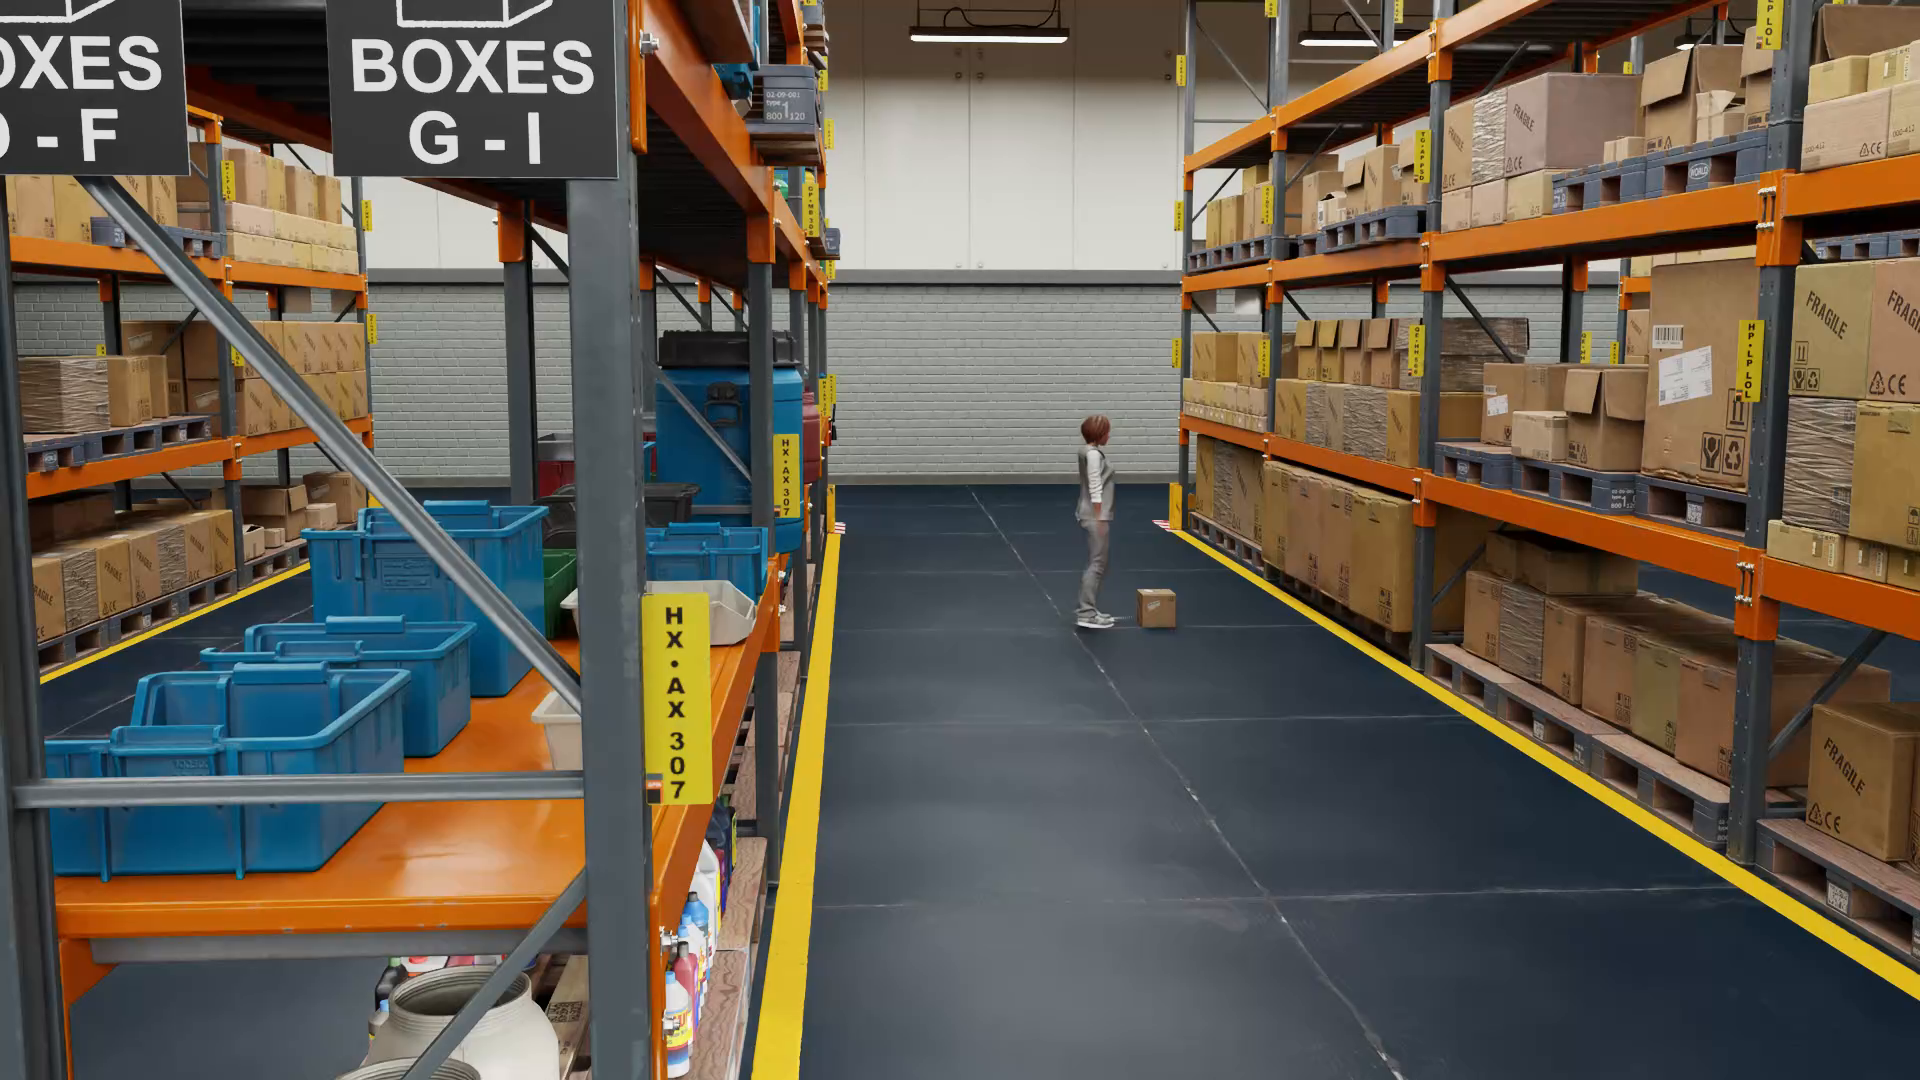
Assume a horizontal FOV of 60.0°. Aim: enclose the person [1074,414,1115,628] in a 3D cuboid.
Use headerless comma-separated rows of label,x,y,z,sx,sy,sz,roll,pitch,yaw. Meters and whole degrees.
person,1.014,-0.145,12.518,0.304,1.593,0.407,0,7,-2
